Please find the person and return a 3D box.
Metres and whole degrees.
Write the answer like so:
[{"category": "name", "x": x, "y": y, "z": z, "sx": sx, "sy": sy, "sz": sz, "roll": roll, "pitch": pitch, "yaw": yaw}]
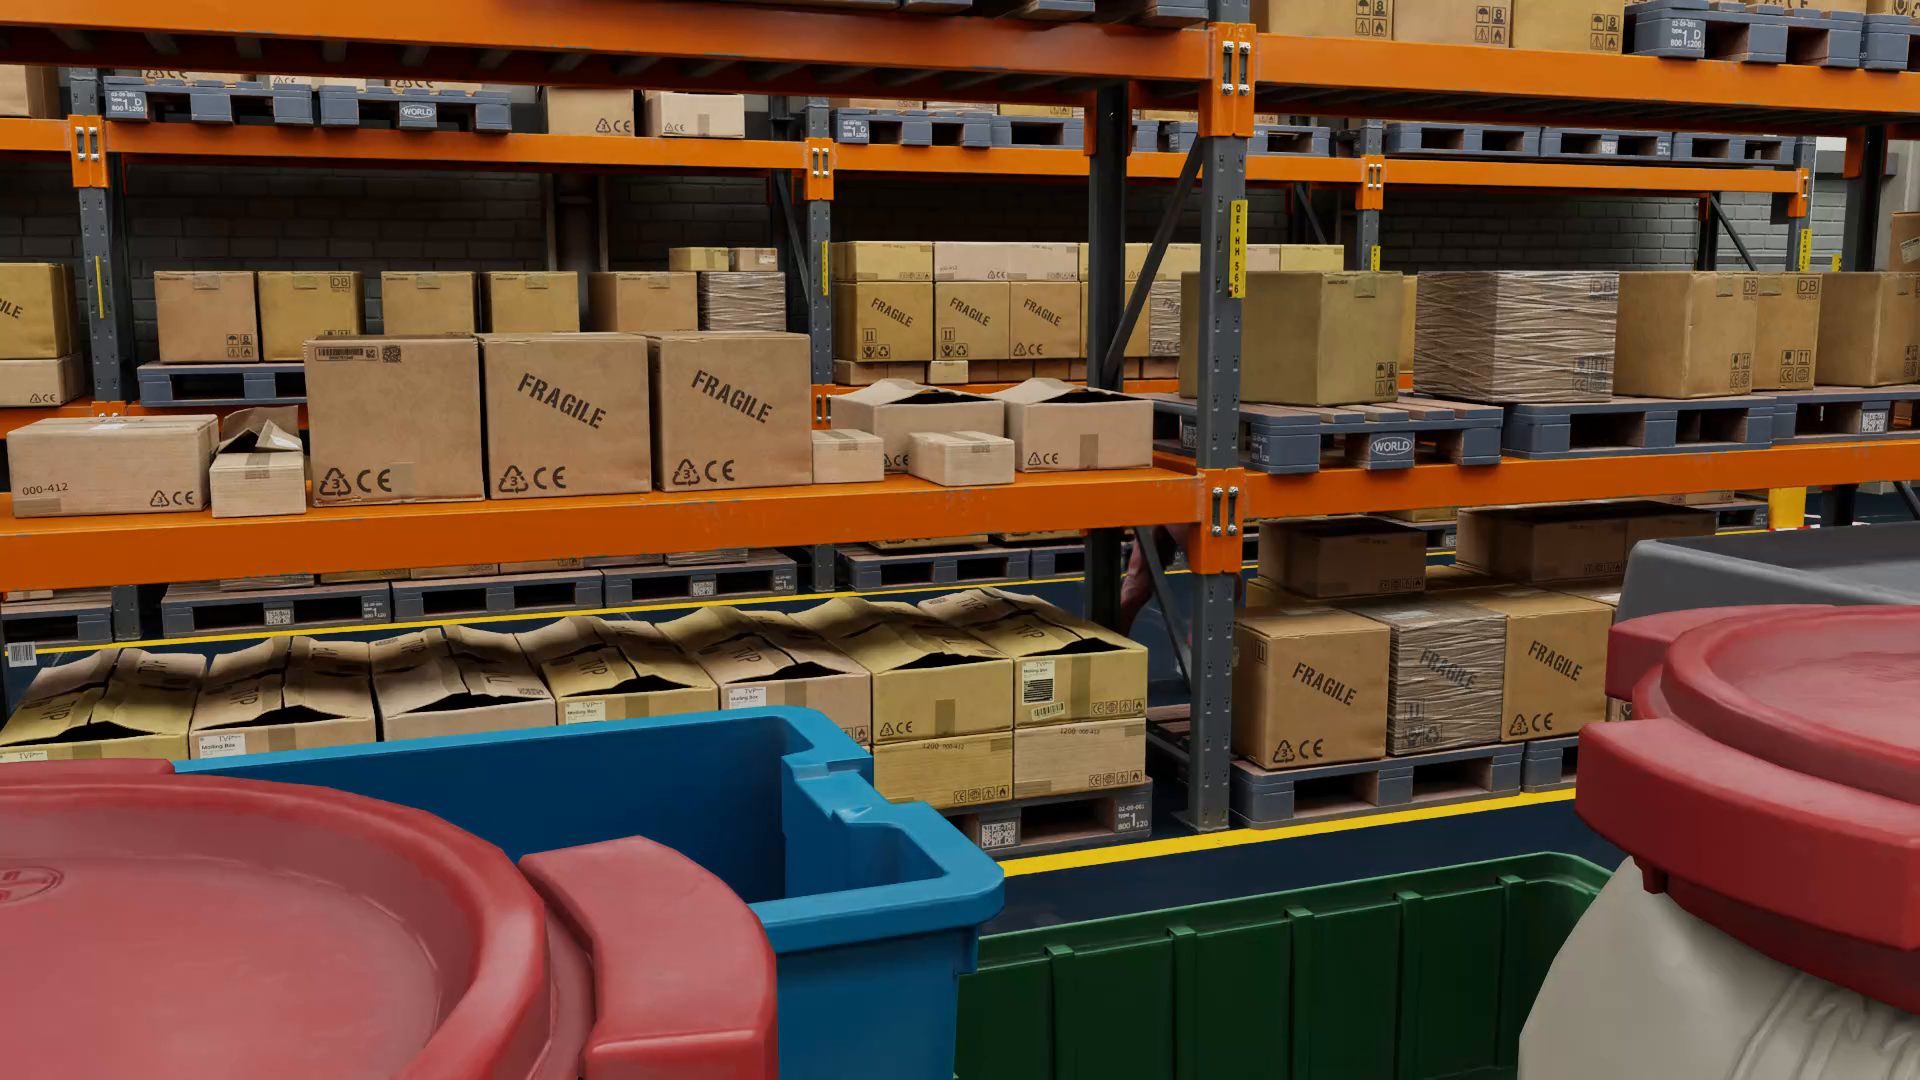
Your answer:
[{"category": "person", "x": 1.050, "y": -0.077, "z": 8.080, "sx": 0.913, "sy": 1.600, "sz": 0.571, "roll": -4, "pitch": 10, "yaw": -25}]
